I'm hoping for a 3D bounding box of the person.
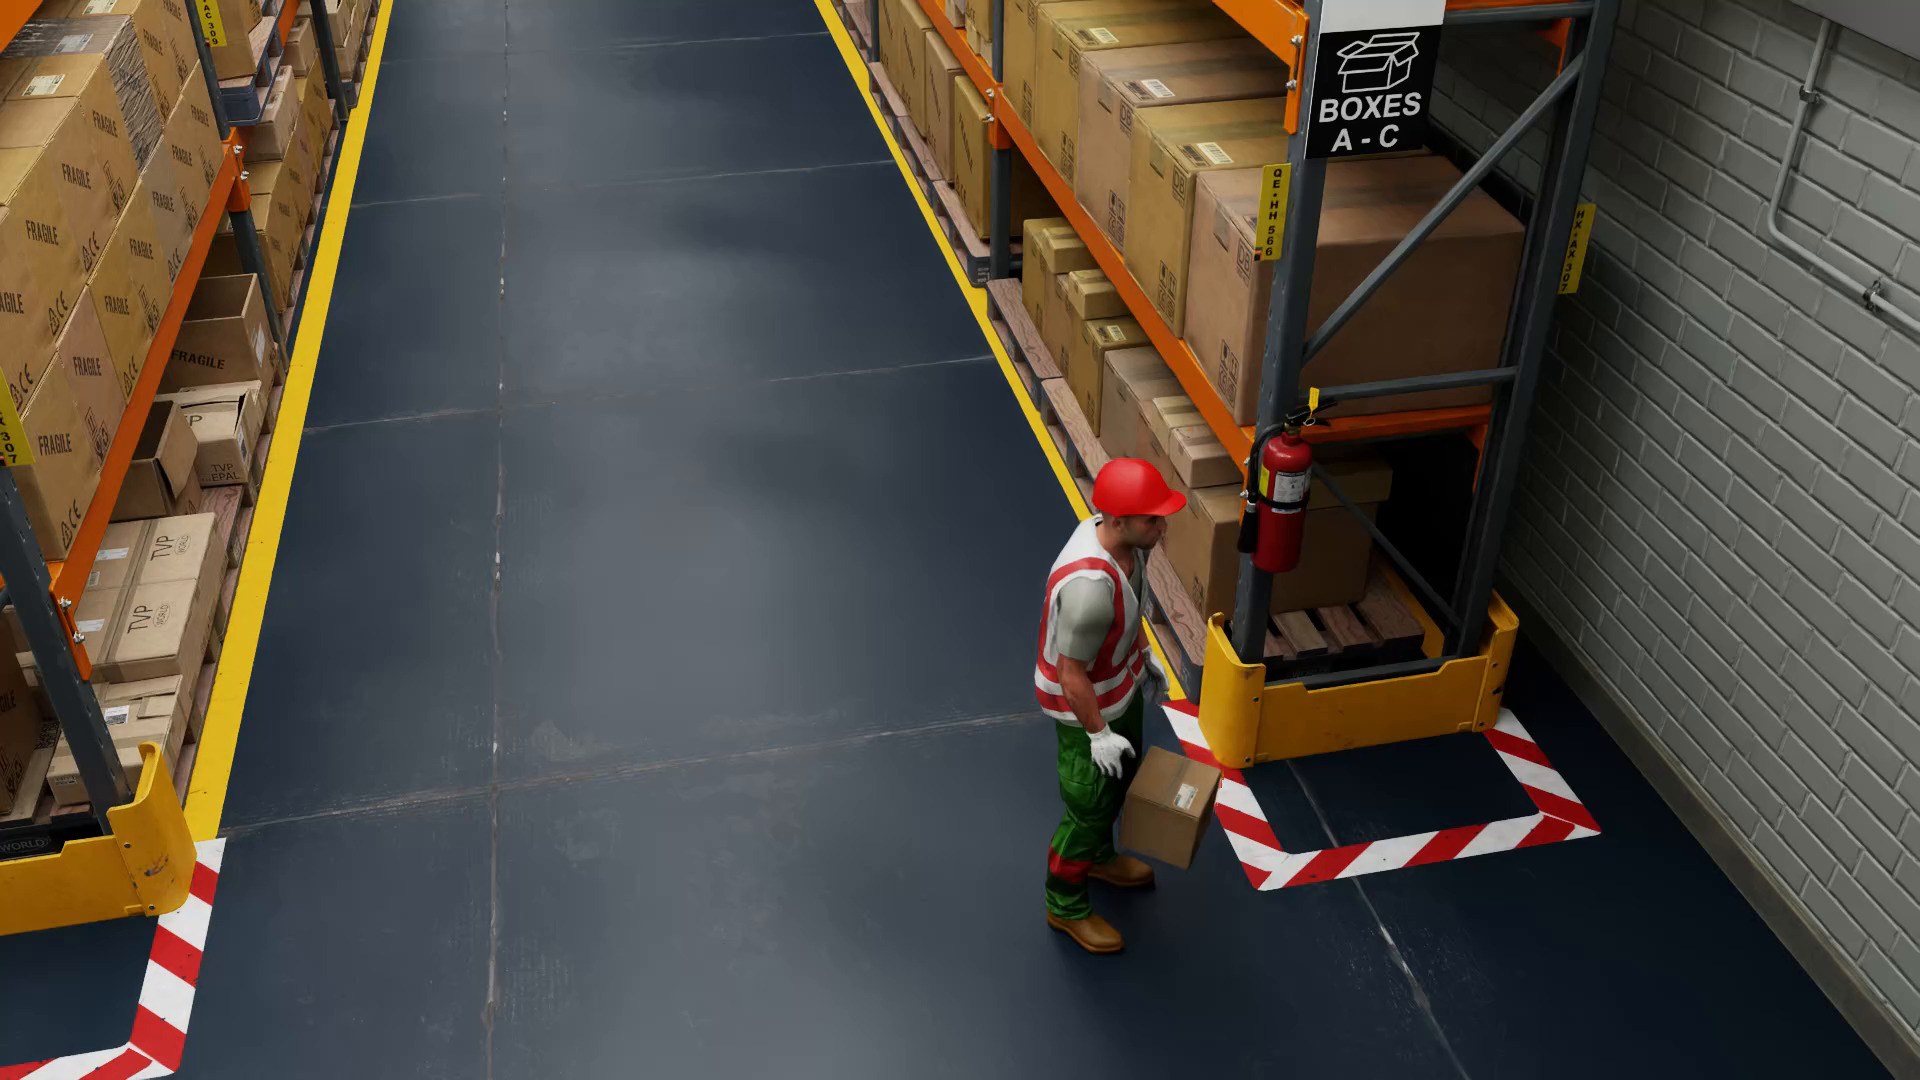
[{"bbox_3d":[0.464,0.507,5.373,0.417,1.785,0.553,14,36,19],"label":"person"}]
